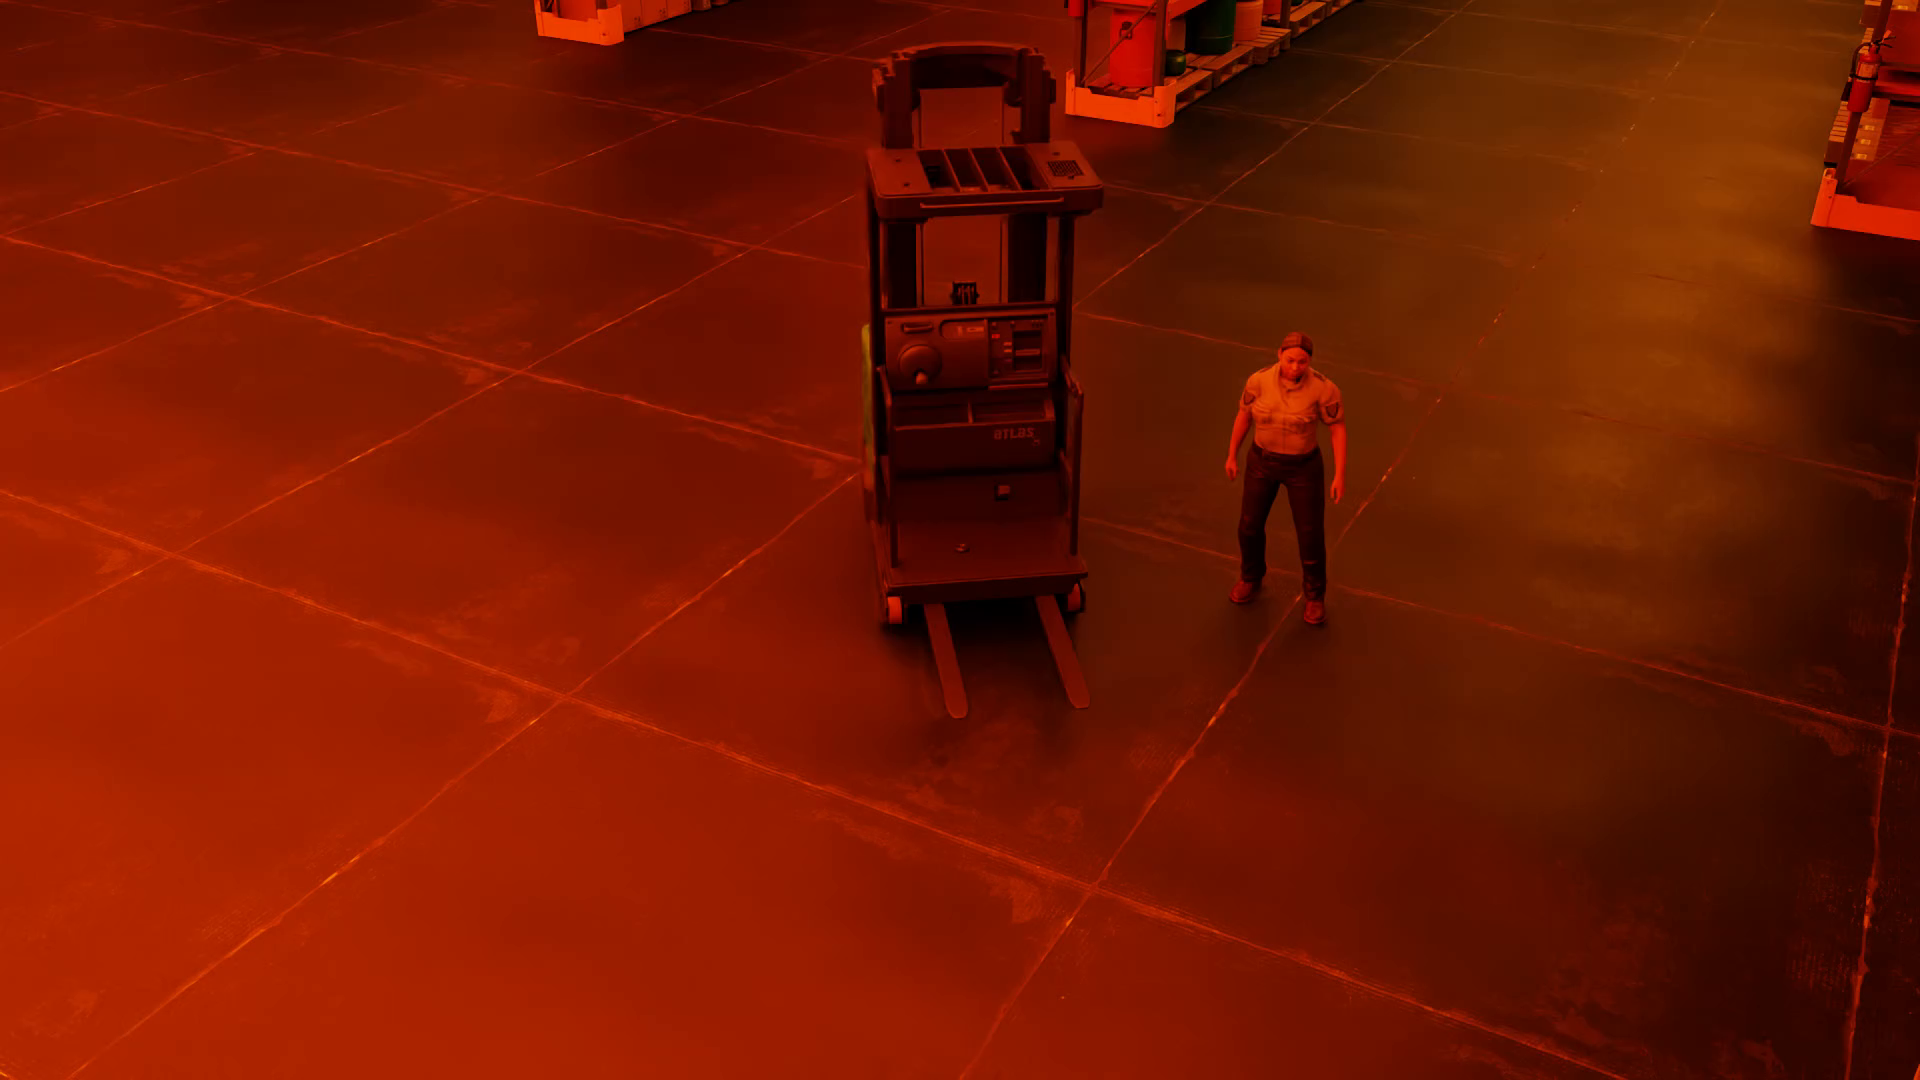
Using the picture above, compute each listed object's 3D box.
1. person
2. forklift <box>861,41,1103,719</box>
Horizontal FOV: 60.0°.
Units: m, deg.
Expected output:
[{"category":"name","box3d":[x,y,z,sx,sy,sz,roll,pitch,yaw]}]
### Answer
[{"category":"person","box3d":[1.765,-0.373,9.023,0.675,1.630,0.394,12,32,20]},{"category":"forklift","box3d":[0.093,-0.984,8.775,1.130,2.935,3.031,-4,30,-7]}]
